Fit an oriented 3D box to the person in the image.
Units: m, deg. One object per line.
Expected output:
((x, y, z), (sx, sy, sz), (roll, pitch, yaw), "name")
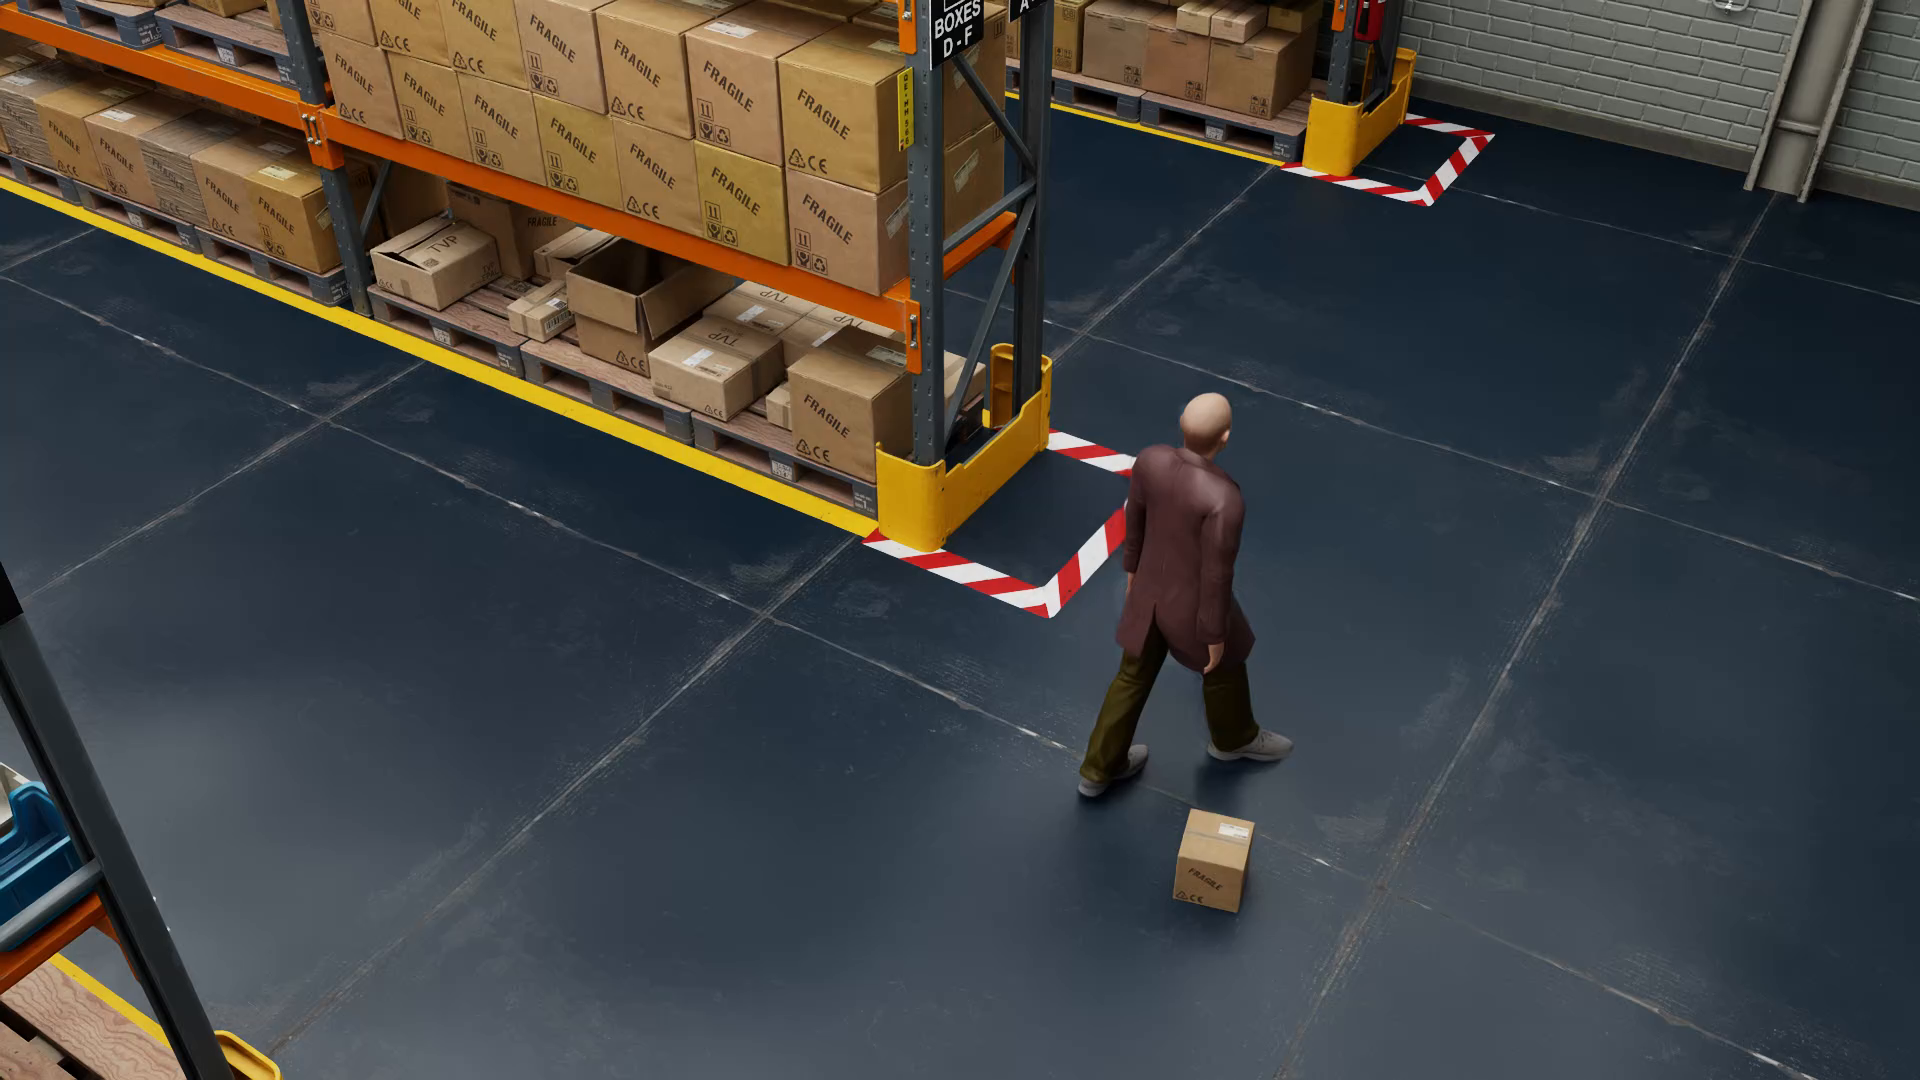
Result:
((0.866, 0.219, 6.423), (0.904, 1.758, 0.639), (-27, 45, -30), "person")
